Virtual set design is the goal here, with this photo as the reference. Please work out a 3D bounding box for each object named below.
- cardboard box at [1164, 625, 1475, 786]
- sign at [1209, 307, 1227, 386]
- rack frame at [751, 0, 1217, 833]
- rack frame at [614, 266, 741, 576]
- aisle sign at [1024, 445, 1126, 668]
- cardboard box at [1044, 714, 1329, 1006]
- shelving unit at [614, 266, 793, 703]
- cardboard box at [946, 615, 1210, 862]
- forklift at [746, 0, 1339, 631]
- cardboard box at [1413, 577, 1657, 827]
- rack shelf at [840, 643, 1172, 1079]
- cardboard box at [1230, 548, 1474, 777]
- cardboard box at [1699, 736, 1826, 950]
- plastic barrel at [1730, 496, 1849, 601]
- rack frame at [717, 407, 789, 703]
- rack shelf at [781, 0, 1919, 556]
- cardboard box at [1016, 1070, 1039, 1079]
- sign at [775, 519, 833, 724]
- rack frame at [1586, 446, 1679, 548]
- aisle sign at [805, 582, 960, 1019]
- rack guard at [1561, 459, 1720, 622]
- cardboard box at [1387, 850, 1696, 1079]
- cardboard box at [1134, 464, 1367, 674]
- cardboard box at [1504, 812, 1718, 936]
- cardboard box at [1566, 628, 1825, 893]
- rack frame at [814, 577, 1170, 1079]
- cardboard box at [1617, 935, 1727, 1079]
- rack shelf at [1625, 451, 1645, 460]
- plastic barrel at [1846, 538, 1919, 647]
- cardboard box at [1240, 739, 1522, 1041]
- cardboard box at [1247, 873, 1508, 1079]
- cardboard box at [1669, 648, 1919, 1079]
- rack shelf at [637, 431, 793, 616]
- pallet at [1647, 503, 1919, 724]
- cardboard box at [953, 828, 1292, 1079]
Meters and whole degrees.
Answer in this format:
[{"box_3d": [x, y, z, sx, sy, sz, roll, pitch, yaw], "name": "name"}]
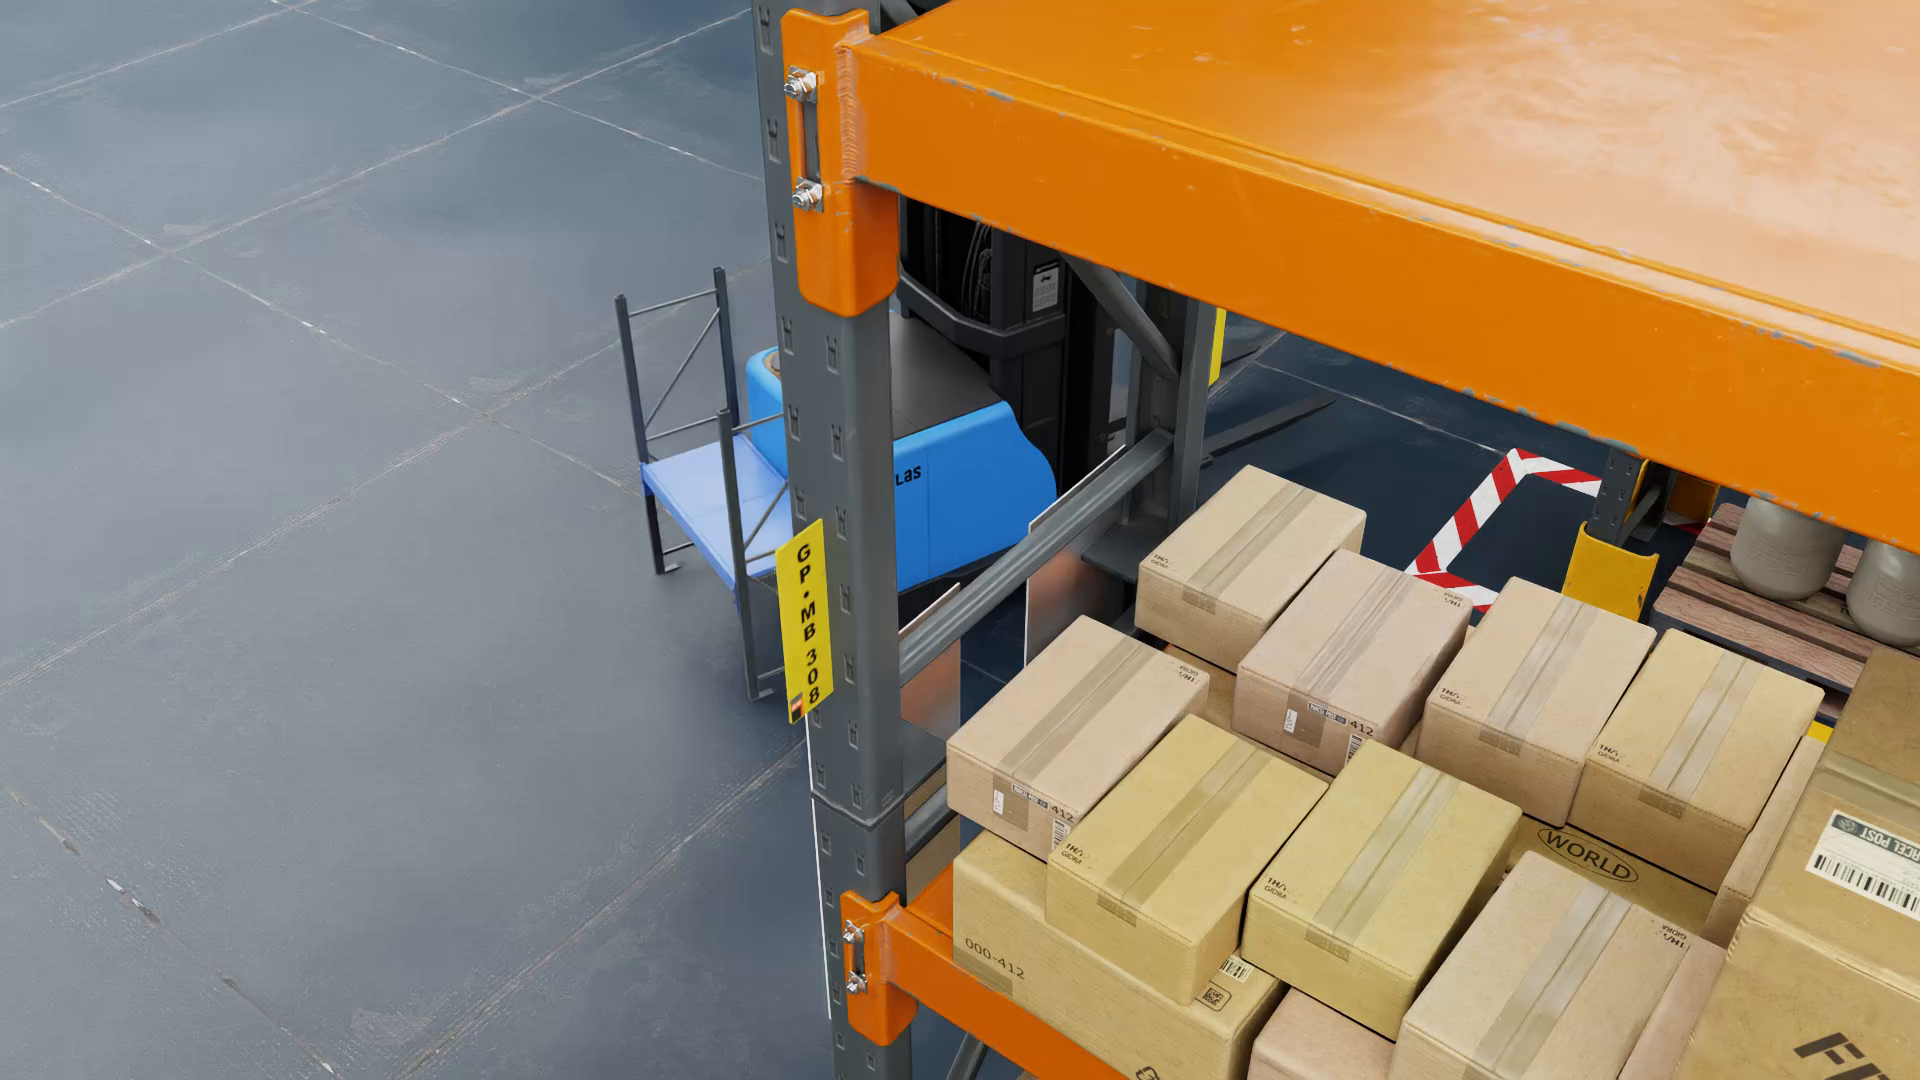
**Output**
[{"box_3d": [0.648, 0.313, 2.966, 0.500, 0.250, 0.500, 26, 45, 30], "name": "cardboard box"}, {"box_3d": [0.464, -0.415, 3.056, 0.005, 0.325, 0.100, 25, 45, 29], "name": "sign"}, {"box_3d": [0.111, -0.983, 2.067, 0.127, 3.000, 1.000, 25, 45, 29], "name": "rack frame"}, {"box_3d": [-1.234, -0.508, 7.542, 0.500, 1.500, 0.032, -21, 43, -24], "name": "rack frame"}, {"box_3d": [0.244, 0.185, 3.332, 0.004, 0.787, 0.394, 25, 45, 29], "name": "aisle sign"}, {"box_3d": [0.336, 0.461, 2.454, 0.250, 0.149, 0.380, 26, 45, 29], "name": "cardboard box"}, {"box_3d": [-0.968, -0.241, 7.201, 0.538, 1.500, 1.048, -21, 43, -24], "name": "shelving unit"}, {"box_3d": [0.189, 0.317, 2.638, 0.250, 0.149, 0.380, 25, 44, 28], "name": "cardboard box"}, {"box_3d": [0.539, -1.385, 7.502, 3.031, 2.935, 1.130, -22, 43, -26], "name": "forklift"}, {"box_3d": [0.940, 0.255, 2.717, 0.250, 0.149, 0.380, 23, 44, 27], "name": "cardboard box"}, {"box_3d": [1.699, 1.230, 2.256, 4.000, 0.370, 1.077, 25, 45, 29], "name": "rack shelf"}, {"box_3d": [0.656, 0.206, 2.779, 0.250, 0.149, 0.380, 24, 44, 27], "name": "cardboard box"}, {"box_3d": [1.275, 0.491, 2.415, 0.250, 0.149, 0.380, 26, 45, 29], "name": "cardboard box"}, {"box_3d": [3.689, -0.023, 7.384, 0.421, 0.512, 0.421, 0, 38, 0], "name": "plastic barrel"}, {"box_3d": [-0.702, 0.026, 6.860, 0.500, 1.500, 0.032, -21, 43, -24], "name": "rack frame"}, {"box_3d": [1.699, 0.051, 1.333, 4.000, 0.370, 1.077, 25, 45, 29], "name": "rack shelf"}, {"box_3d": [0.382, 1.168, 3.052, 0.500, 0.500, 0.500, 25, 45, 29], "name": "cardboard box"}, {"box_3d": [-0.219, 0.120, 2.382, 0.005, 0.325, 0.100, 25, 45, 29], "name": "sign"}, {"box_3d": [3.120, -1.046, 7.014, 0.127, 3.000, 1.000, 25, 45, 29], "name": "rack frame"}, {"box_3d": [-0.121, 0.479, 2.957, 0.004, 0.787, 0.394, 25, 45, 29], "name": "aisle sign"}, {"box_3d": [3.209, -0.056, 7.777, 0.348, 0.500, 1.175, 25, 45, 29], "name": "rack guard"}, {"box_3d": [0.785, 0.632, 2.235, 0.250, 0.149, 0.380, 27, 46, 30], "name": "cardboard box"}, {"box_3d": [0.521, 0.051, 2.977, 0.250, 0.149, 0.380, 25, 45, 29], "name": "cardboard box"}, {"box_3d": [1.046, 0.499, 2.729, 0.500, 0.250, 0.500, 26, 45, 29], "name": "cardboard box"}, {"box_3d": [1.154, 0.337, 2.612, 0.250, 0.149, 0.380, 26, 45, 29], "name": "cardboard box"}, {"box_3d": [0.111, 1.379, 3.916, 0.127, 3.000, 1.000, 25, 45, 29], "name": "rack frame"}, {"box_3d": [0.975, 0.725, 2.116, 0.250, 0.149, 0.380, 25, 45, 28], "name": "cardboard box"}, {"box_3d": [4.708, -0.014, 6.279, 4.000, 0.370, 1.077, 25, 45, 29], "name": "rack shelf"}, {"box_3d": [4.087, 0.165, 7.144, 0.421, 0.512, 0.421, 0, 38, 0], "name": "plastic barrel"}, {"box_3d": [0.612, 0.495, 2.410, 0.250, 0.149, 0.380, 24, 44, 28], "name": "cardboard box"}, {"box_3d": [0.750, 0.754, 2.402, 0.500, 0.250, 0.500, 24, 44, 28], "name": "cardboard box"}, {"box_3d": [1.126, 0.533, 1.836, 0.500, 0.500, 0.500, 25, 44, 28], "name": "cardboard box"}, {"box_3d": [-0.967, -0.100, 7.312, 0.538, 0.185, 1.000, -21, 43, -24], "name": "rack shelf"}, {"box_3d": [3.851, 0.364, 7.474, 1.213, 0.211, 1.003, 25, 45, 29], "name": "pallet"}, {"box_3d": [0.336, 0.564, 2.645, 0.500, 0.250, 0.500, 27, 45, 30], "name": "cardboard box"}]
